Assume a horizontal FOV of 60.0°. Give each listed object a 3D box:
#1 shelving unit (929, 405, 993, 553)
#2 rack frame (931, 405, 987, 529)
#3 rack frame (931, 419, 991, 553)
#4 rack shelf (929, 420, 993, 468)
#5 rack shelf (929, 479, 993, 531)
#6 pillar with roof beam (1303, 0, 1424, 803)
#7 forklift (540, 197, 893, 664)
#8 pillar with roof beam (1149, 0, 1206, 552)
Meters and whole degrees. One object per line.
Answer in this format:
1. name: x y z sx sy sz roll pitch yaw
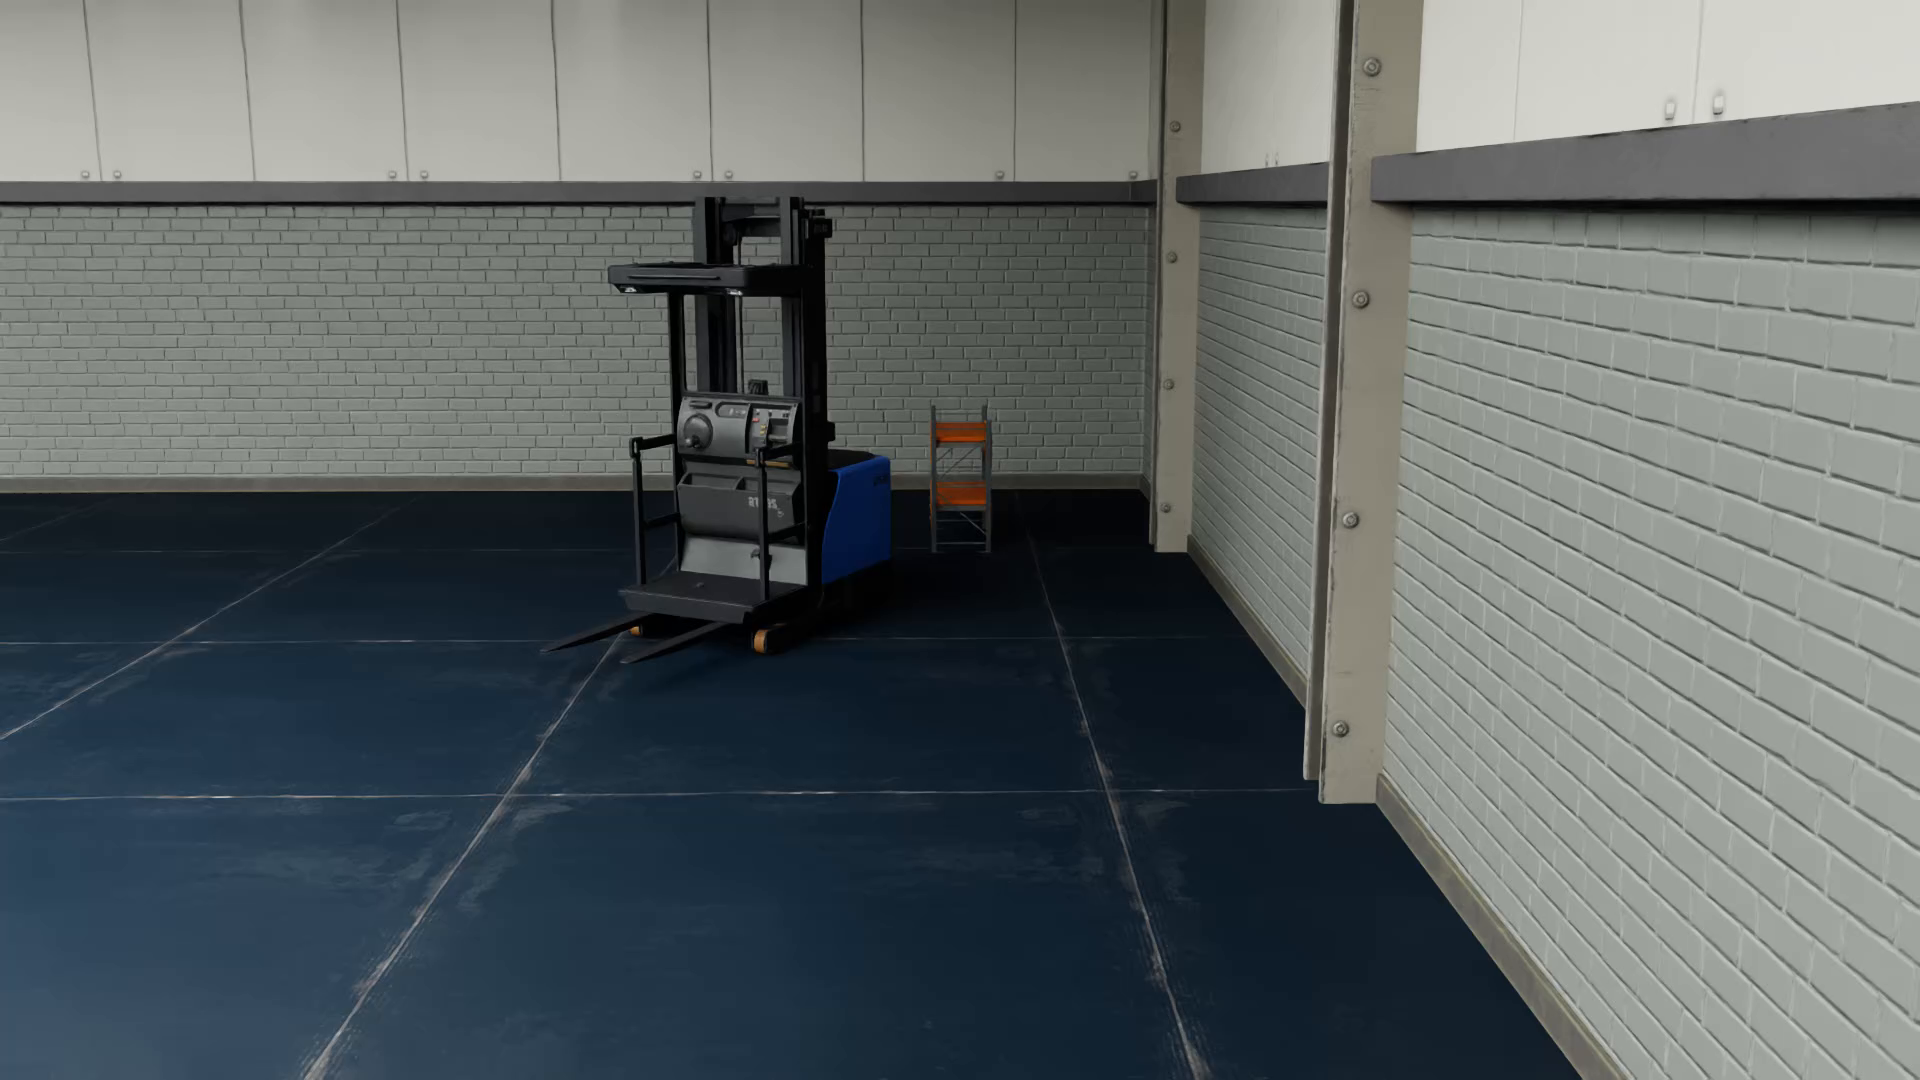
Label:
1. shelving unit: 0.000 -0.550 14.441 0.538 1.125 1.048 0 11 -1
2. rack frame: -0.010 -0.651 14.939 0.500 1.125 0.032 0 11 -1
3. rack frame: 0.011 -0.449 13.943 0.500 1.125 0.032 0 11 -1
4. rack shelf: 0.000 -0.837 14.382 0.538 0.278 1.000 0 11 -1
5. rack shelf: 0.000 -0.310 14.489 0.538 0.278 1.000 0 11 -1
6. pillar with roof beam: -2.381 -3.138 7.391 9.100 9.000 0.400 0 11 -1
7. forklift: -1.599 -0.788 11.073 1.130 2.935 3.031 6 13 26
8. pillar with roof beam: -2.505 -4.330 13.270 9.100 9.000 0.400 0 11 -1
